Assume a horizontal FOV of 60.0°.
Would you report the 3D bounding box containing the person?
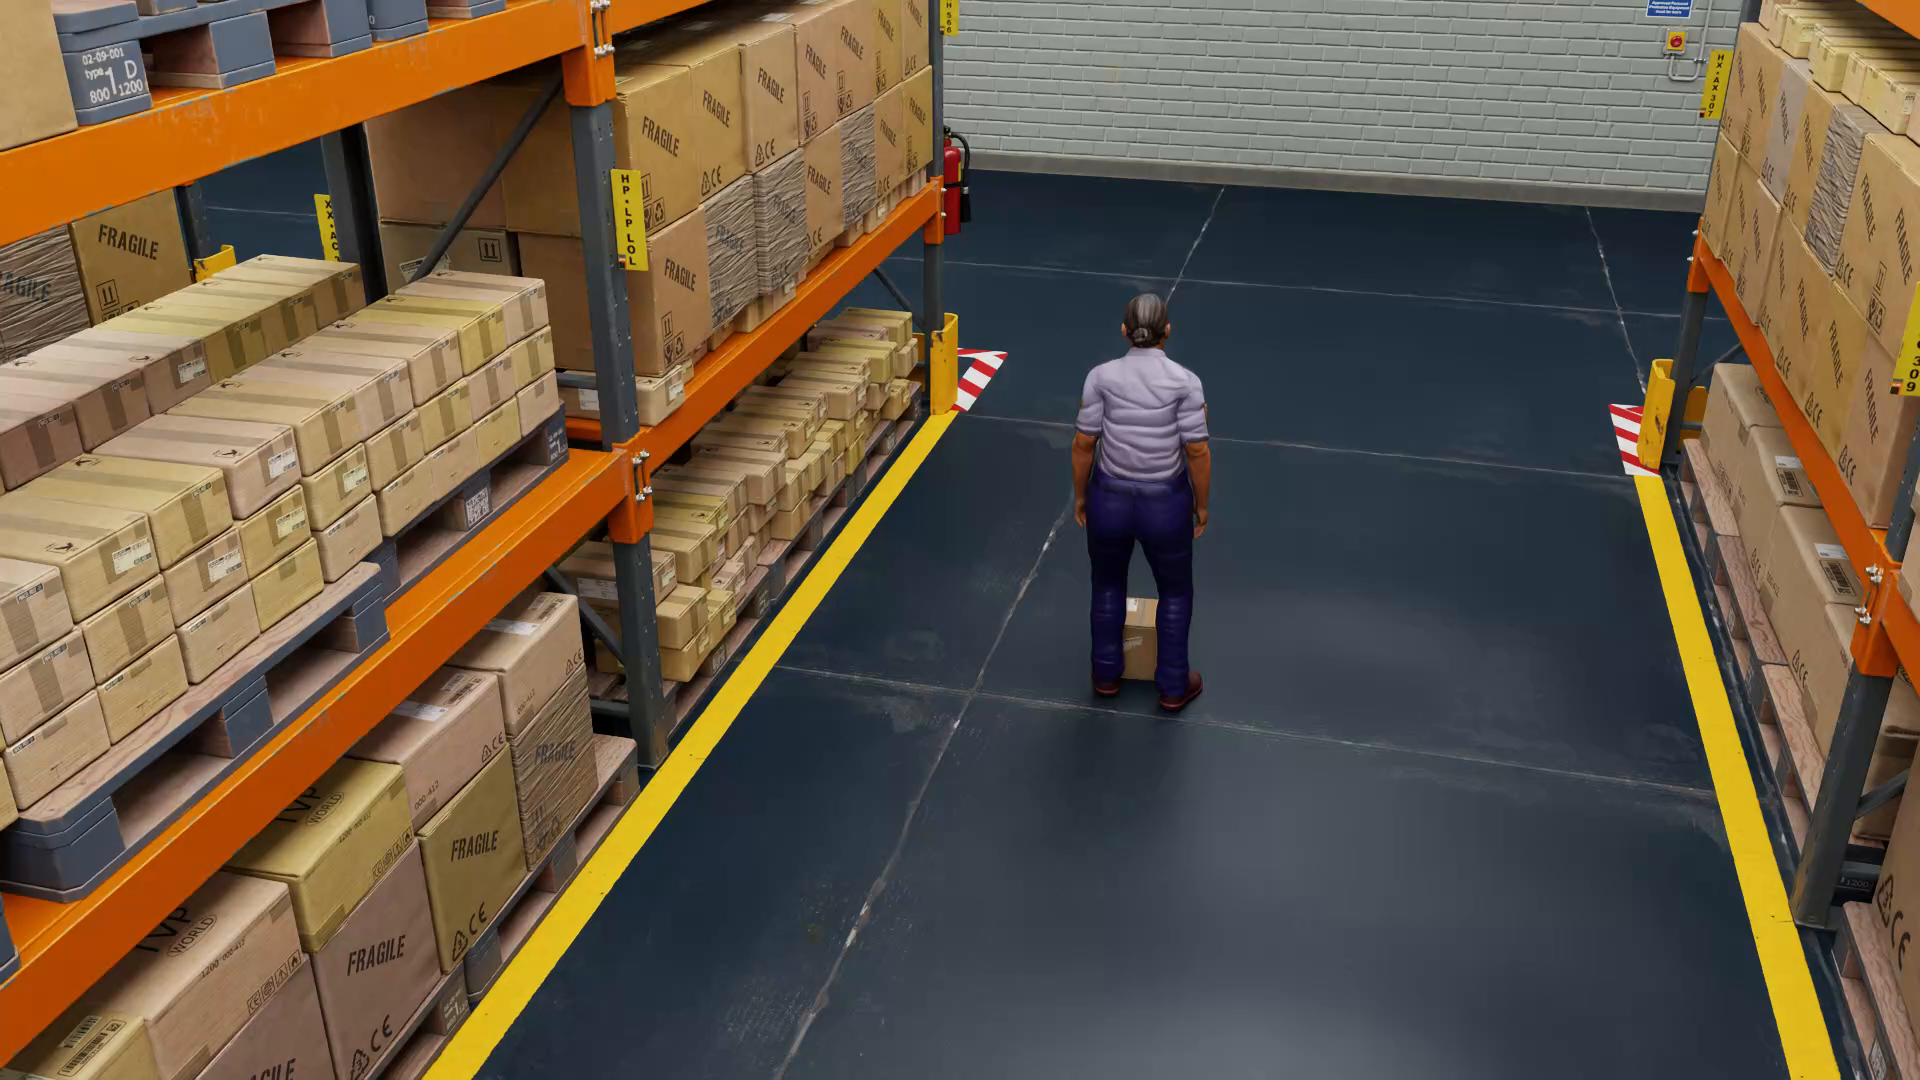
[{"bbox_3d":[0.703,-0.133,6.398,0.545,1.651,0.414,6,26,13],"label":"person"}]
